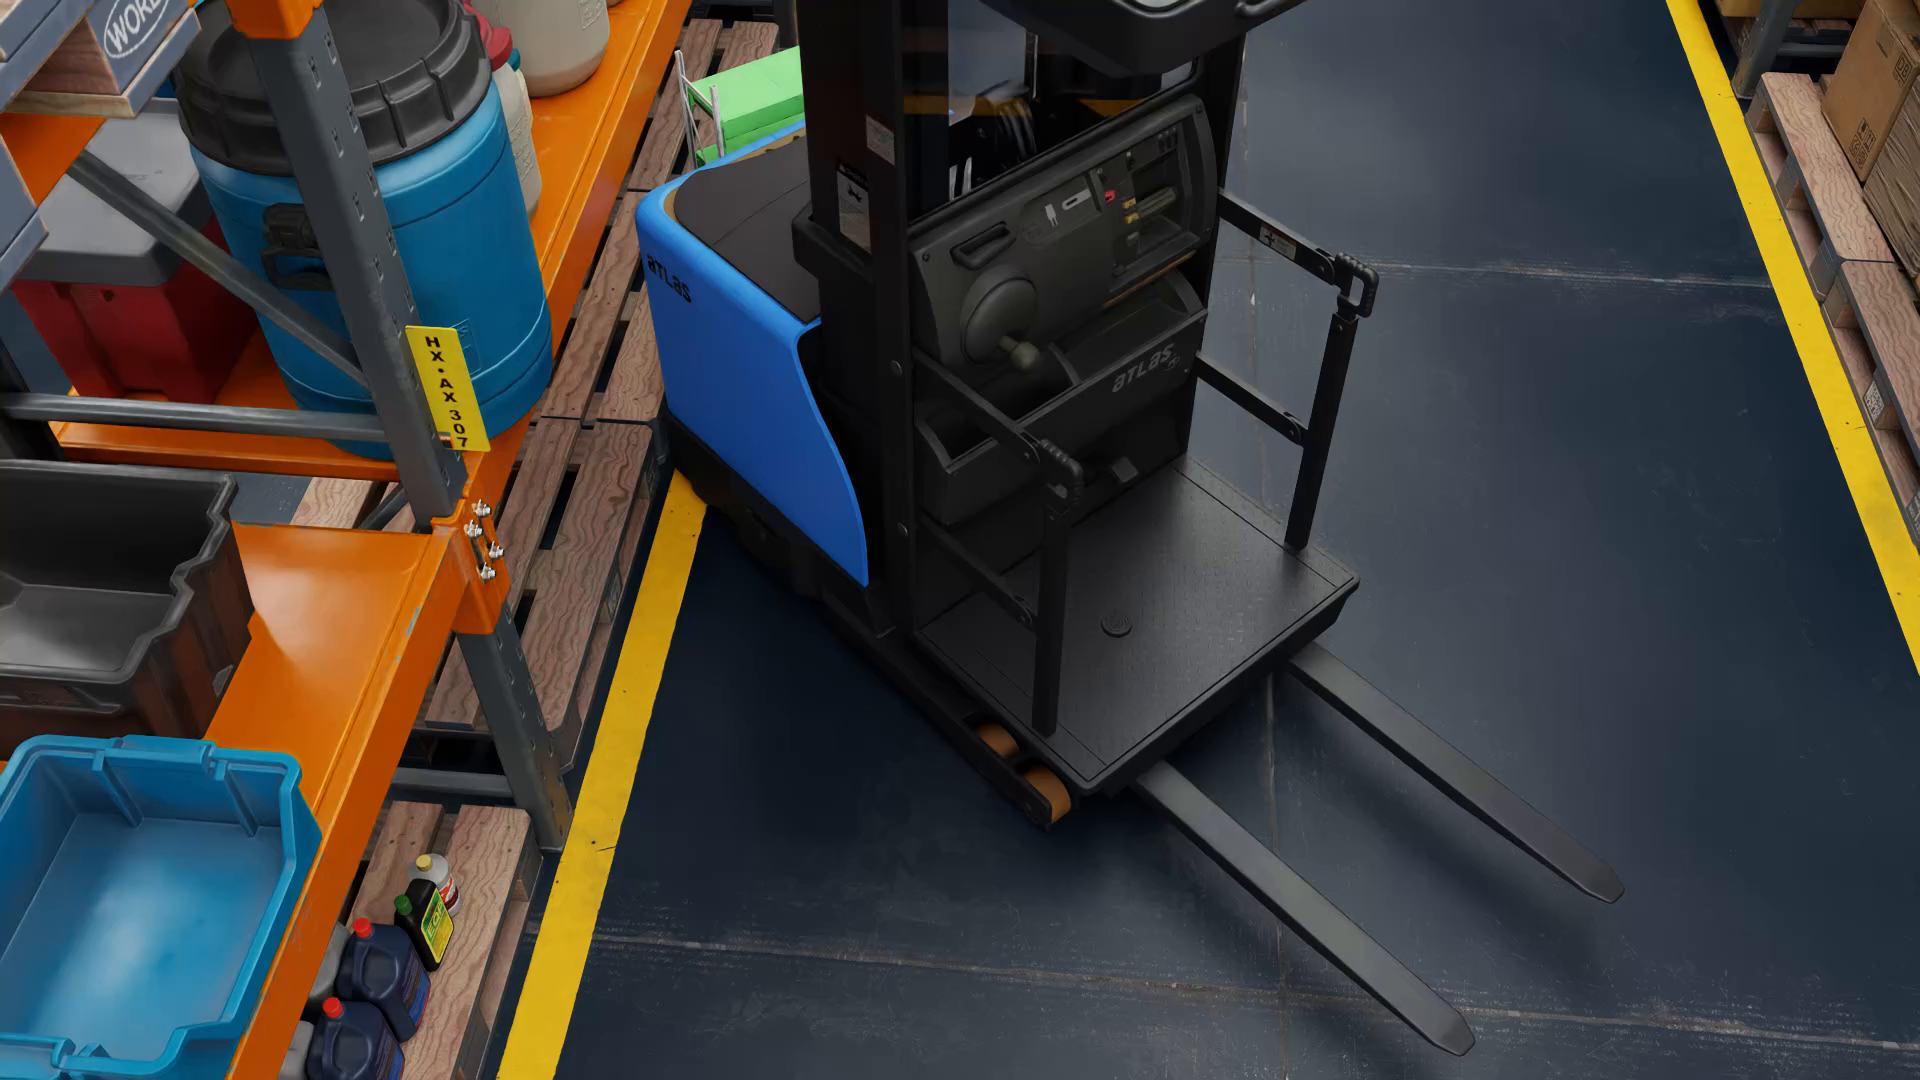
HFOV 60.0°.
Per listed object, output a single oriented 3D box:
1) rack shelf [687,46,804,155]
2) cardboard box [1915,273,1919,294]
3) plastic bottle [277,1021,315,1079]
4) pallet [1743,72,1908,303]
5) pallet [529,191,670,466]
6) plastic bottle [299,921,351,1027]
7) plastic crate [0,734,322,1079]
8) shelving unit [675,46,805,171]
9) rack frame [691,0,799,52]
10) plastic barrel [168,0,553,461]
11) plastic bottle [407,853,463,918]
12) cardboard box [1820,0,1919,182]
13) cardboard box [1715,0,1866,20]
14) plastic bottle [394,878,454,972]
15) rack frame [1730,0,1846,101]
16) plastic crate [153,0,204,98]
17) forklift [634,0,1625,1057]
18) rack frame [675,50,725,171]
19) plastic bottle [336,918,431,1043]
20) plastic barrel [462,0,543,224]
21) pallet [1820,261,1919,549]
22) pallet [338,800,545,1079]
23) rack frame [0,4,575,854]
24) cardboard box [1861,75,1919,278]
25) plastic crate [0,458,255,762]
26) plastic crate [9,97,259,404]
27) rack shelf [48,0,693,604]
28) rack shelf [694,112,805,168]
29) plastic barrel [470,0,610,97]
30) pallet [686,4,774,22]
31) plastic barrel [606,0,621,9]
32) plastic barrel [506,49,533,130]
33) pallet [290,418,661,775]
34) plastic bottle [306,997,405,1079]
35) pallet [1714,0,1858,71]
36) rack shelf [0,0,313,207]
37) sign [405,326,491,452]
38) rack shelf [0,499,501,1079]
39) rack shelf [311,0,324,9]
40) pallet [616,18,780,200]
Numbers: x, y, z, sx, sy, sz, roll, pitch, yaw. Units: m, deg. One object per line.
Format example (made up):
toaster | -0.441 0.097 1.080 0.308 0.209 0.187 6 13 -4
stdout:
rack shelf | -0.576 -1.362 5.118 0.480 0.148 0.258 -26 53 -22
cardboard box | 3.612 -0.840 5.381 0.700 0.500 0.500 7 48 7
plastic bottle | -1.500 1.165 3.699 0.152 0.276 0.135 4 48 4
pallet | 3.664 -1.339 6.331 1.003 0.211 1.213 4 48 4
pallet | -1.419 -0.785 5.825 1.003 0.211 1.213 4 48 4
plastic bottle | -1.476 0.981 3.817 0.144 0.351 0.185 4 48 4
plastic crate | -1.391 0.634 2.738 0.499 0.251 0.616 4 48 4
shelving unit | -0.576 -1.081 5.425 0.503 1.200 0.258 -26 53 -22
rack frame | -1.196 -3.187 6.132 1.000 3.000 0.127 4 48 4
plastic barrel | -1.224 -0.681 3.500 0.600 0.901 0.708 4 48 4
plastic bottle | -1.283 0.836 4.051 0.097 0.201 0.097 0 48 0
cardboard box | 3.695 -1.665 6.136 0.700 0.500 0.500 2 48 1
cardboard box | 3.820 -2.784 6.919 1.225 0.875 0.875 2 48 2
plastic bottle | -1.276 0.896 3.940 0.061 0.283 0.133 6 48 5
rack frame | 3.736 -2.854 5.828 1.000 3.000 0.127 4 48 4
plastic crate | -1.770 -1.074 4.210 0.392 0.384 0.575 4 48 4
forklift | 0.413 -0.642 3.851 1.130 2.935 3.031 -33 56 -26
rack frame | -0.778 -0.980 5.333 0.015 1.200 0.240 -26 53 -22
plastic bottle | -1.332 0.990 3.808 0.144 0.351 0.185 3 48 2
plastic barrel | -1.255 -0.982 4.023 0.433 0.535 0.433 0 48 0
pallet | 3.550 -0.445 5.514 1.003 0.211 1.213 4 48 4
pallet | -1.663 1.184 4.024 1.003 0.211 1.213 4 48 4
rack frame | -1.561 -0.248 3.444 1.000 3.000 0.127 4 48 4
cardboard box | 3.657 -1.257 5.763 0.700 0.500 0.500 0 48 0
plastic crate | -1.735 0.149 3.123 0.767 0.338 0.504 4 48 4
plastic crate | -1.821 -0.646 3.765 0.402 0.464 0.583 4 48 4
rack shelf | -1.378 -1.475 5.054 1.077 0.370 4.000 4 48 4
rack shelf | -0.576 -1.200 5.295 0.480 0.148 0.258 -26 53 -22
plastic barrel | -1.188 -1.521 4.516 0.433 0.535 0.433 0 48 0
pallet | -1.166 -2.828 7.694 1.003 0.211 1.213 4 48 4
plastic barrel | -1.149 -1.839 4.807 0.433 0.535 0.433 0 48 0
plastic barrel | -1.287 -1.163 4.375 0.301 0.262 0.301 0 48 0
pallet | -1.528 0.114 5.003 1.003 0.211 1.213 4 48 4
plastic bottle | -1.350 1.131 3.679 0.144 0.351 0.185 2 48 2
pallet | 3.883 -2.487 7.382 1.003 0.211 1.213 4 48 4
rack shelf | -1.743 0.452 1.258 1.077 0.370 4.000 4 48 4
sign | -1.014 -0.296 3.301 0.100 0.325 0.005 4 48 4
rack shelf | -1.743 1.465 2.365 1.077 0.370 4.000 4 48 4
rack shelf | -1.378 -2.487 3.947 1.077 0.370 4.000 4 48 4
pallet | -1.305 -1.679 6.643 1.003 0.211 1.213 4 48 4
